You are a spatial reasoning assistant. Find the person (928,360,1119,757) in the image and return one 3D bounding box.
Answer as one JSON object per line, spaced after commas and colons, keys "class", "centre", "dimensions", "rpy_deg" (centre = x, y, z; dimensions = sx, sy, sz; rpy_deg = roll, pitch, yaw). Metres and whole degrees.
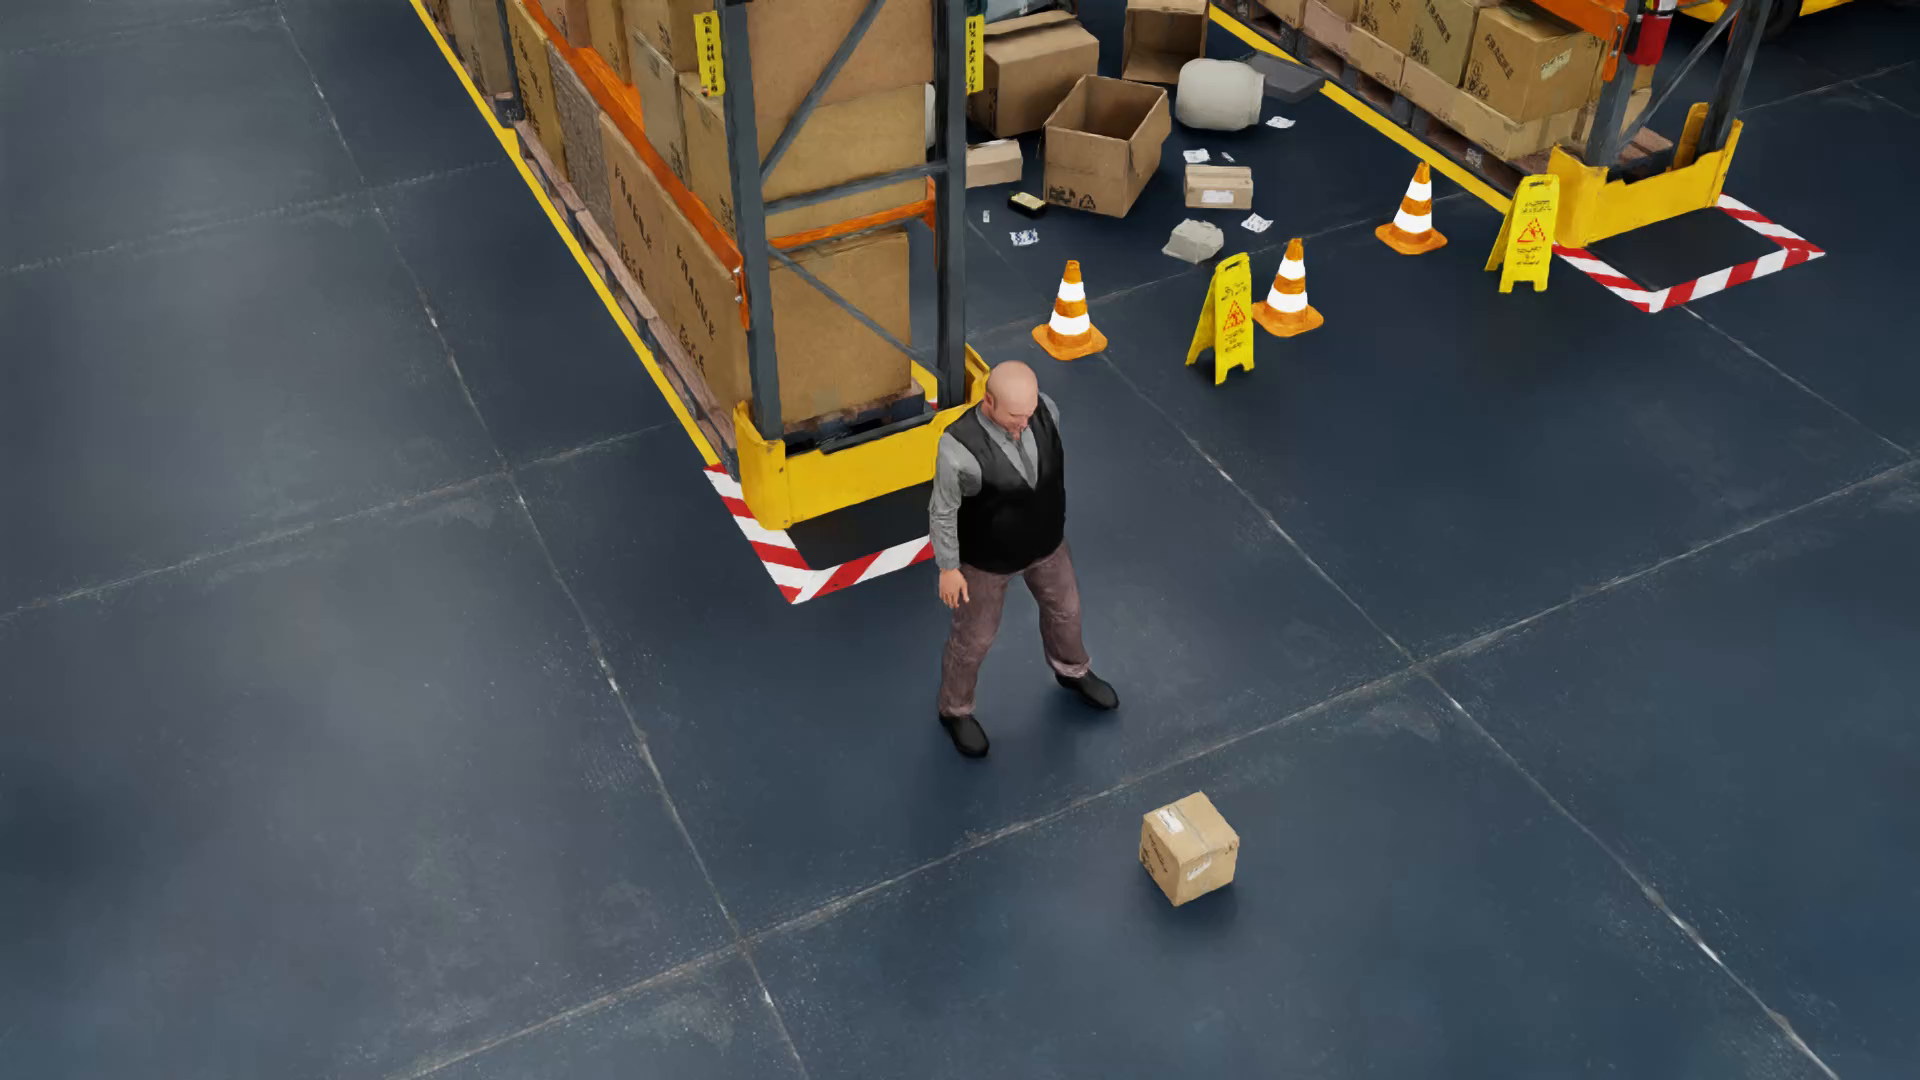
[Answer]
{"class": "person", "centre": [0.243, 0.043, 6.109], "dimensions": [0.703, 1.705, 0.468], "rpy_deg": [-26, 47, -27]}
